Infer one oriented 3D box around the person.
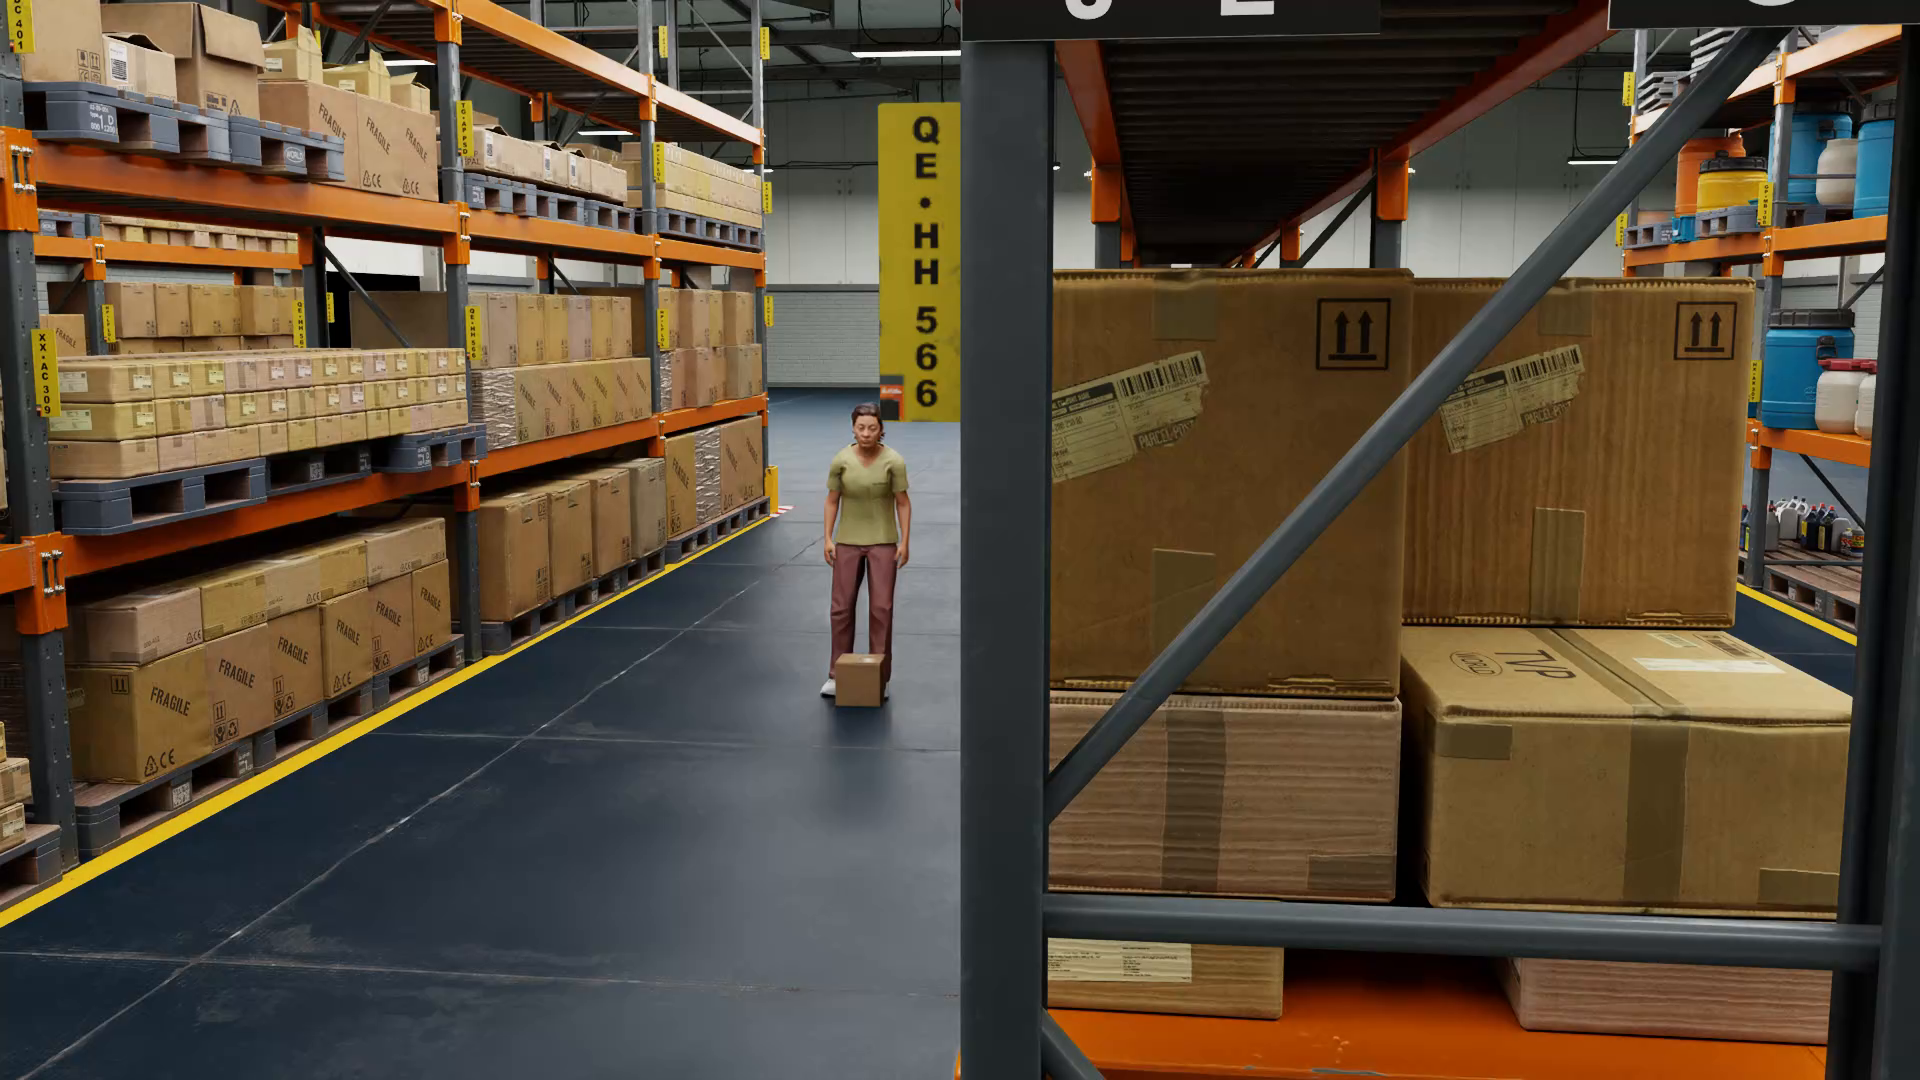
[{"bbox_3d":[-0.536,0.050,9.434,0.505,1.671,0.416,0,8,4],"label":"person"}]
